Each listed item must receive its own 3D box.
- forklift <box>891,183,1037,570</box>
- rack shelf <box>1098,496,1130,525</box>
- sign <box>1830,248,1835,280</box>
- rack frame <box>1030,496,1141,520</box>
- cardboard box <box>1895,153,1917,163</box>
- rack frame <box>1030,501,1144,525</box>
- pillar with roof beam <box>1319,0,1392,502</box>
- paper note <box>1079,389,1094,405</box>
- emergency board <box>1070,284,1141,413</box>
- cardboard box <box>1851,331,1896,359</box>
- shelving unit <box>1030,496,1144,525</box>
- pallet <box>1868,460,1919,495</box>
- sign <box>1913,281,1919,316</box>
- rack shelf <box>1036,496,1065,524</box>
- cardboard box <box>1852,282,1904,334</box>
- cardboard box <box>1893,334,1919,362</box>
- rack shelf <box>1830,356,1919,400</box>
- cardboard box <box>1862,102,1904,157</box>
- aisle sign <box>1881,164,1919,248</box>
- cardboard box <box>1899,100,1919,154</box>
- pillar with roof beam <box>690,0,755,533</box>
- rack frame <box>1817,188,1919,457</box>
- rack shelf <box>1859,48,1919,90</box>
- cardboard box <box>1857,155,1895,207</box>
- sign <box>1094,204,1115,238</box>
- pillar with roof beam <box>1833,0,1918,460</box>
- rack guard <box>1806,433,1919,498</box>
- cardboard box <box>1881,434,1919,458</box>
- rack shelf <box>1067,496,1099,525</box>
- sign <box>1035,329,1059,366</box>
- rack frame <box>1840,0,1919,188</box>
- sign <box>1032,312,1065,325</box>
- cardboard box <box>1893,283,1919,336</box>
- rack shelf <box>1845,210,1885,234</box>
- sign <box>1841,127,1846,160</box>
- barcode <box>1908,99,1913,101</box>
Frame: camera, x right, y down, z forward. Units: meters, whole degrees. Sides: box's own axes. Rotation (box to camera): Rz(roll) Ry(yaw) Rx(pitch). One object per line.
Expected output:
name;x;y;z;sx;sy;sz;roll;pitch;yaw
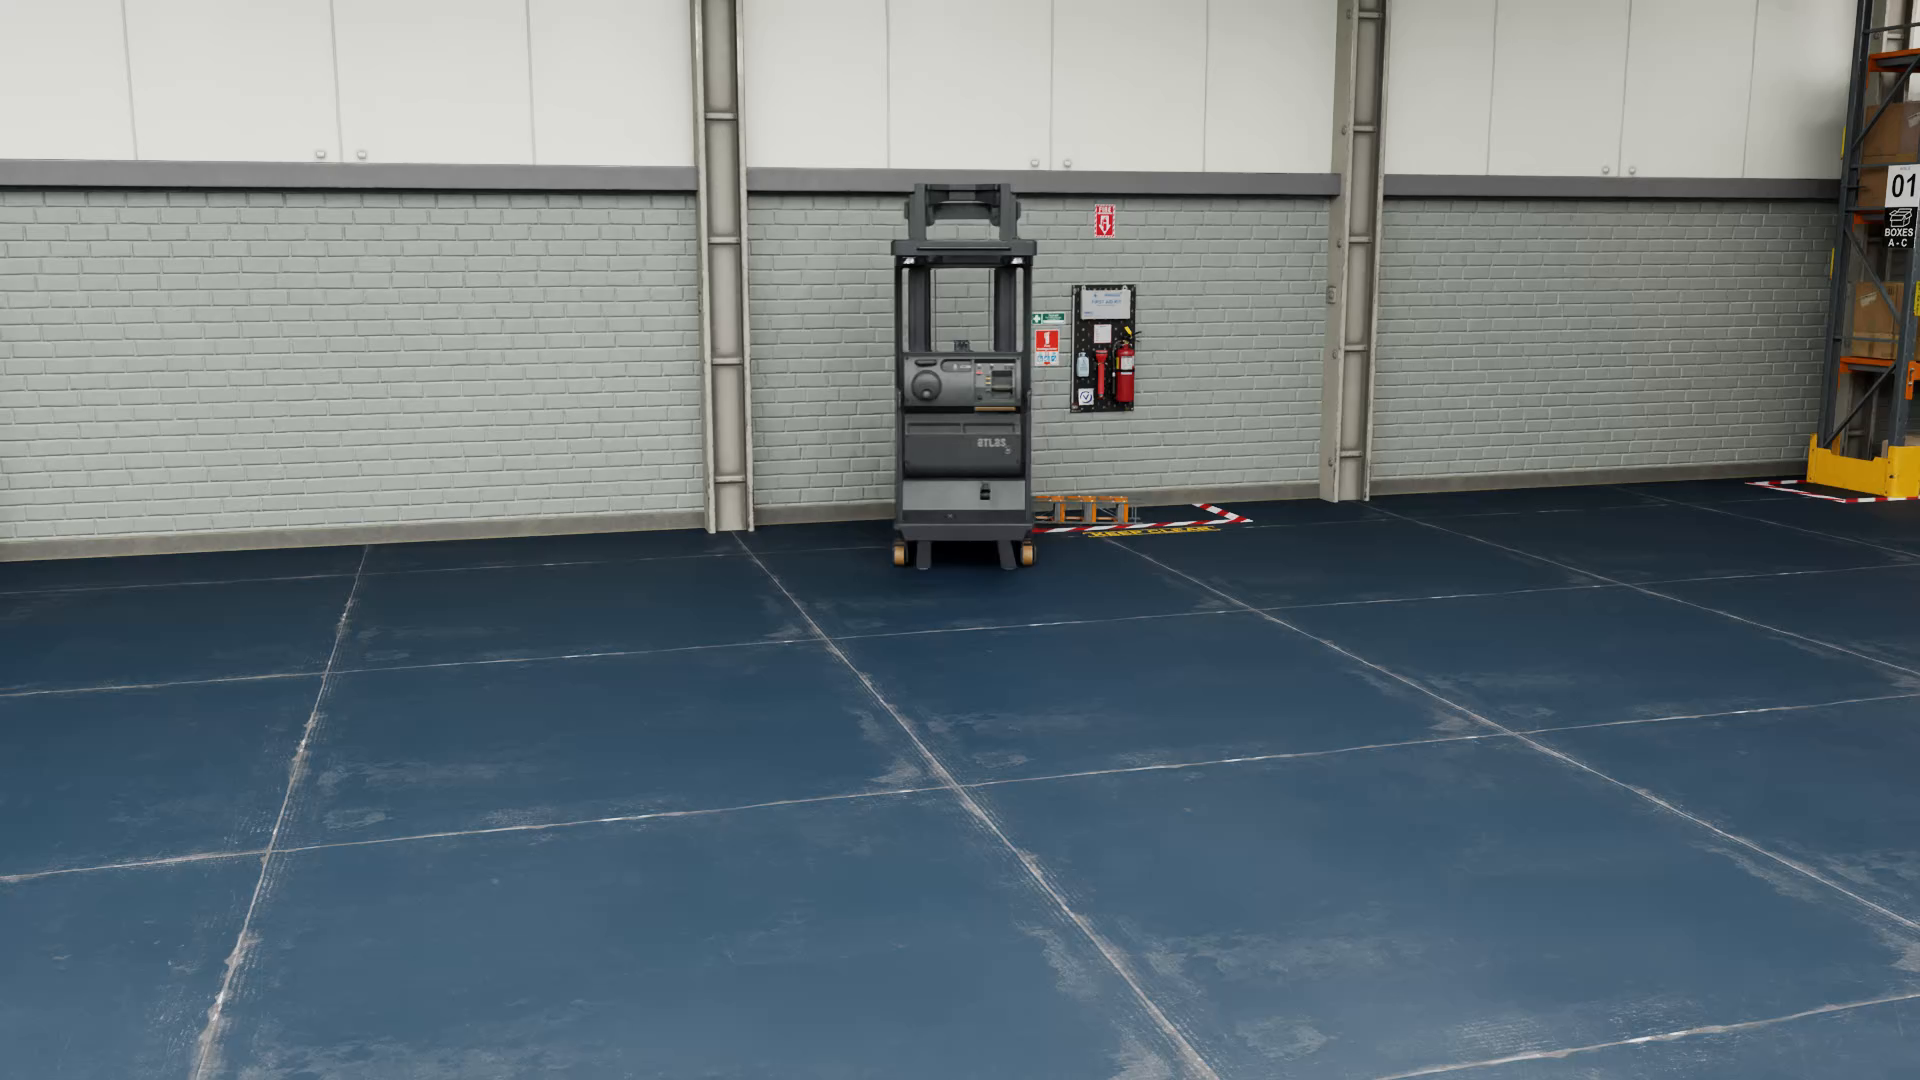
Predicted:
forklift;0.026;-1.292;12.971;1.130;2.935;3.031;0;10;-1
rack shelf;1.377;-0.262;14.851;0.259;0.215;0.240;1;11;-1
sign;8.936;-2.815;16.982;0.005;0.325;0.100;-3;11;-16
rack frame;1.102;-0.290;14.967;1.050;0.200;0.008;1;11;-1
cardboard box;9.463;-3.500;16.159;0.500;0.500;0.500;-3;11;-14
rack frame;1.105;-0.242;14.728;1.050;0.200;0.008;1;11;-1
pillar with roof beam;4.945;-4.077;11.337;0.400;9.000;9.100;-3;11;-16
paper note;1.169;-1.326;15.399;0.142;0.148;0.016;-3;11;-16
emergency board;1.358;-1.756;15.302;0.643;1.169;0.194;-3;11;-16
cardboard box;9.467;-1.986;16.909;0.500;0.250;0.500;-3;11;-15
shelving unit;1.103;-0.266;14.847;1.050;0.215;0.252;1;11;-1
pallet;9.935;-0.660;17.049;1.213;0.211;1.003;-3;11;-16
sign;9.224;-2.324;15.995;0.005;0.325;0.100;-3;11;-16
rack shelf;0.815;-0.270;14.843;0.259;0.215;0.240;1;11;-1
cardboard box;9.465;-2.358;16.860;0.500;0.500;0.500;-3;11;-17
cardboard box;9.629;-1.898;16.432;0.500;0.250;0.500;-3;11;-18
rack shelf;10.992;-1.740;17.201;4.000;0.370;1.077;-3;11;-16
cardboard box;9.413;-4.086;16.578;0.500;0.500;0.500;-3;11;-13
aisle sign;9.087;-3.215;16.047;0.004;0.787;0.394;-3;11;-16
cardboard box;9.510;-3.996;16.089;0.500;0.500;0.500;-4;11;-20
pillar with roof beam;-0.816;-3.773;9.688;0.400;9.000;9.100;-3;11;-16
rack frame;9.072;-1.993;16.586;0.127;3.000;1.000;-3;11;-16
rack shelf;10.992;-4.689;16.658;4.000;0.370;1.077;-3;11;-16
cardboard box;9.402;-3.592;16.657;0.500;0.500;0.500;-2;11;-12
sign;1.322;-2.913;15.184;0.199;0.298;0.001;-3;11;-16
pillar with roof beam;10.706;-4.381;12.987;0.400;9.000;9.100;-3;11;-16
rack guard;9.145;-0.767;16.833;0.348;0.500;1.175;-3;11;-16
cardboard box;9.761;-0.906;16.895;0.500;0.311;0.500;-4;11;-22
rack shelf;1.093;-0.266;14.847;0.259;0.215;0.240;1;11;-1
sign;0.798;-1.764;15.245;0.234;0.329;0.001;-3;11;-16
rack frame;9.072;-4.943;16.043;0.127;3.000;1.000;-3;11;-16
sign;0.805;-2.023;15.189;0.331;0.109;0.001;-3;11;-16
cardboard box;9.614;-2.269;16.377;0.500;0.500;0.500;-3;11;-16
rack shelf;10.992;-3.215;16.929;4.000;0.370;1.077;-3;11;-16
sign;8.936;-4.001;16.764;0.005;0.325;0.100;-3;11;-16
barcode;9.614;-4.427;16.828;0.075;0.075;0.001;-3;11;-16
